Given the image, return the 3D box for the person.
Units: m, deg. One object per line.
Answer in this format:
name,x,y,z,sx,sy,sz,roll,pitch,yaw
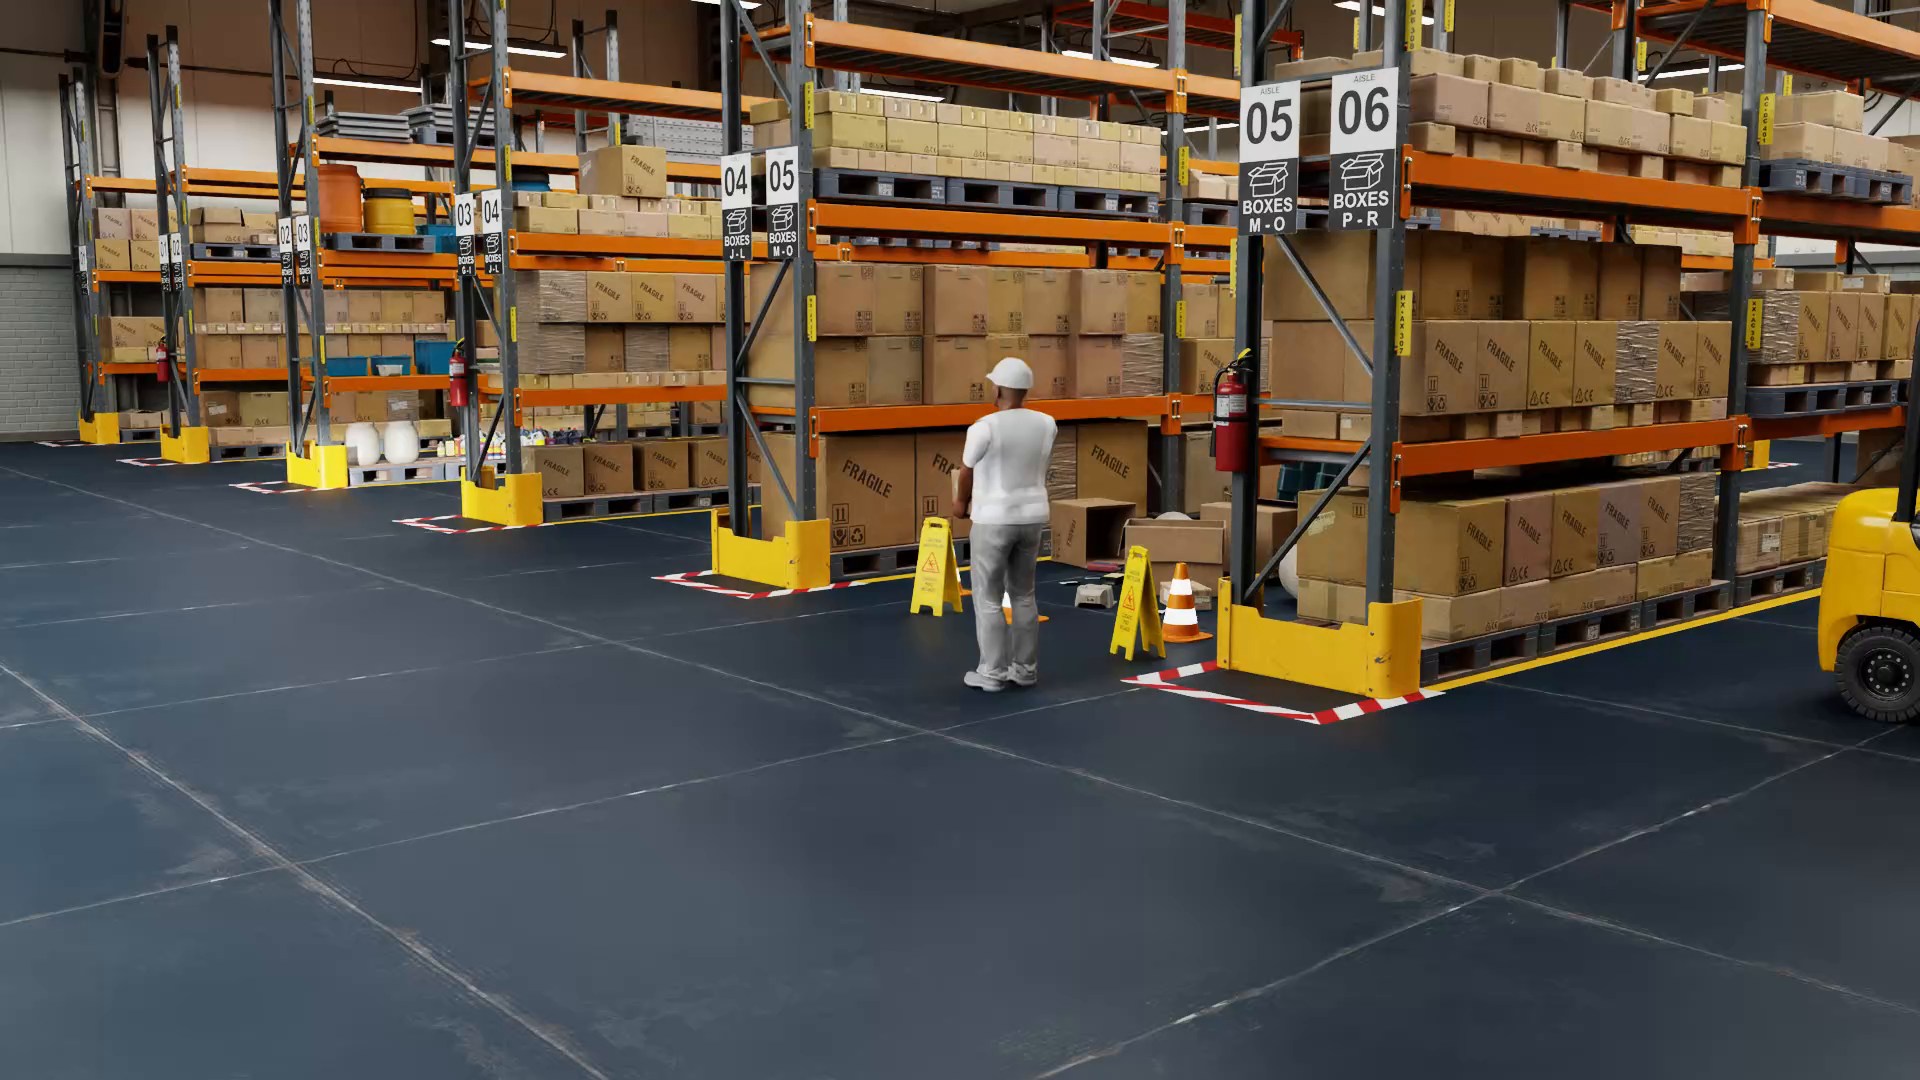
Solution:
person,0.200,-0.095,8.884,0.503,1.760,0.587,-4,8,-29
